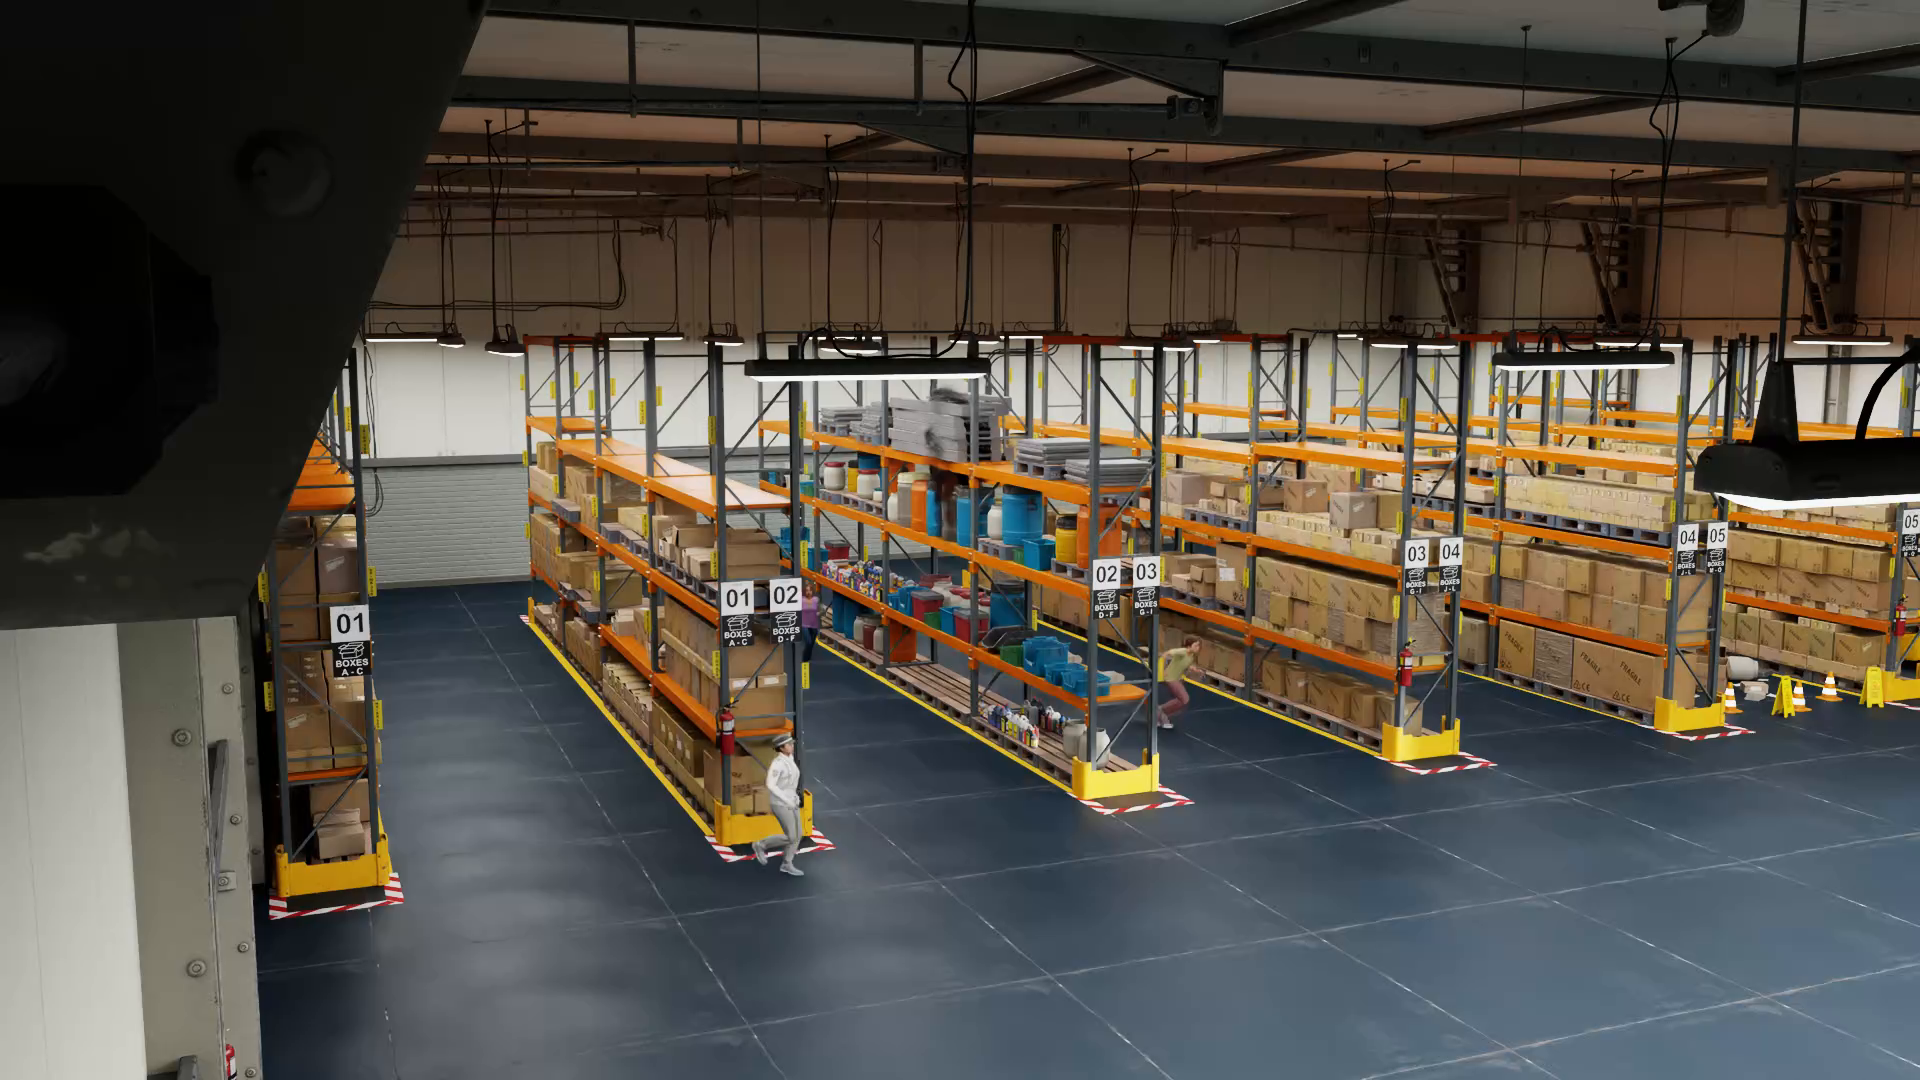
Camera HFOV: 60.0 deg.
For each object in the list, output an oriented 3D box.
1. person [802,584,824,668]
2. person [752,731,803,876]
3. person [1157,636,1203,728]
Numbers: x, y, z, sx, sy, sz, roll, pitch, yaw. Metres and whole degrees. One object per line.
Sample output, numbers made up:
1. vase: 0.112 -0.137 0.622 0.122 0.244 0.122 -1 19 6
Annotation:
1. person: -2.694 1.594 29.829 0.507 1.637 0.697 -3 8 -19
2. person: -2.079 3.007 19.011 0.583 1.688 0.635 2 8 12
3. person: 3.339 2.195 25.595 0.811 1.503 0.607 6 9 36
